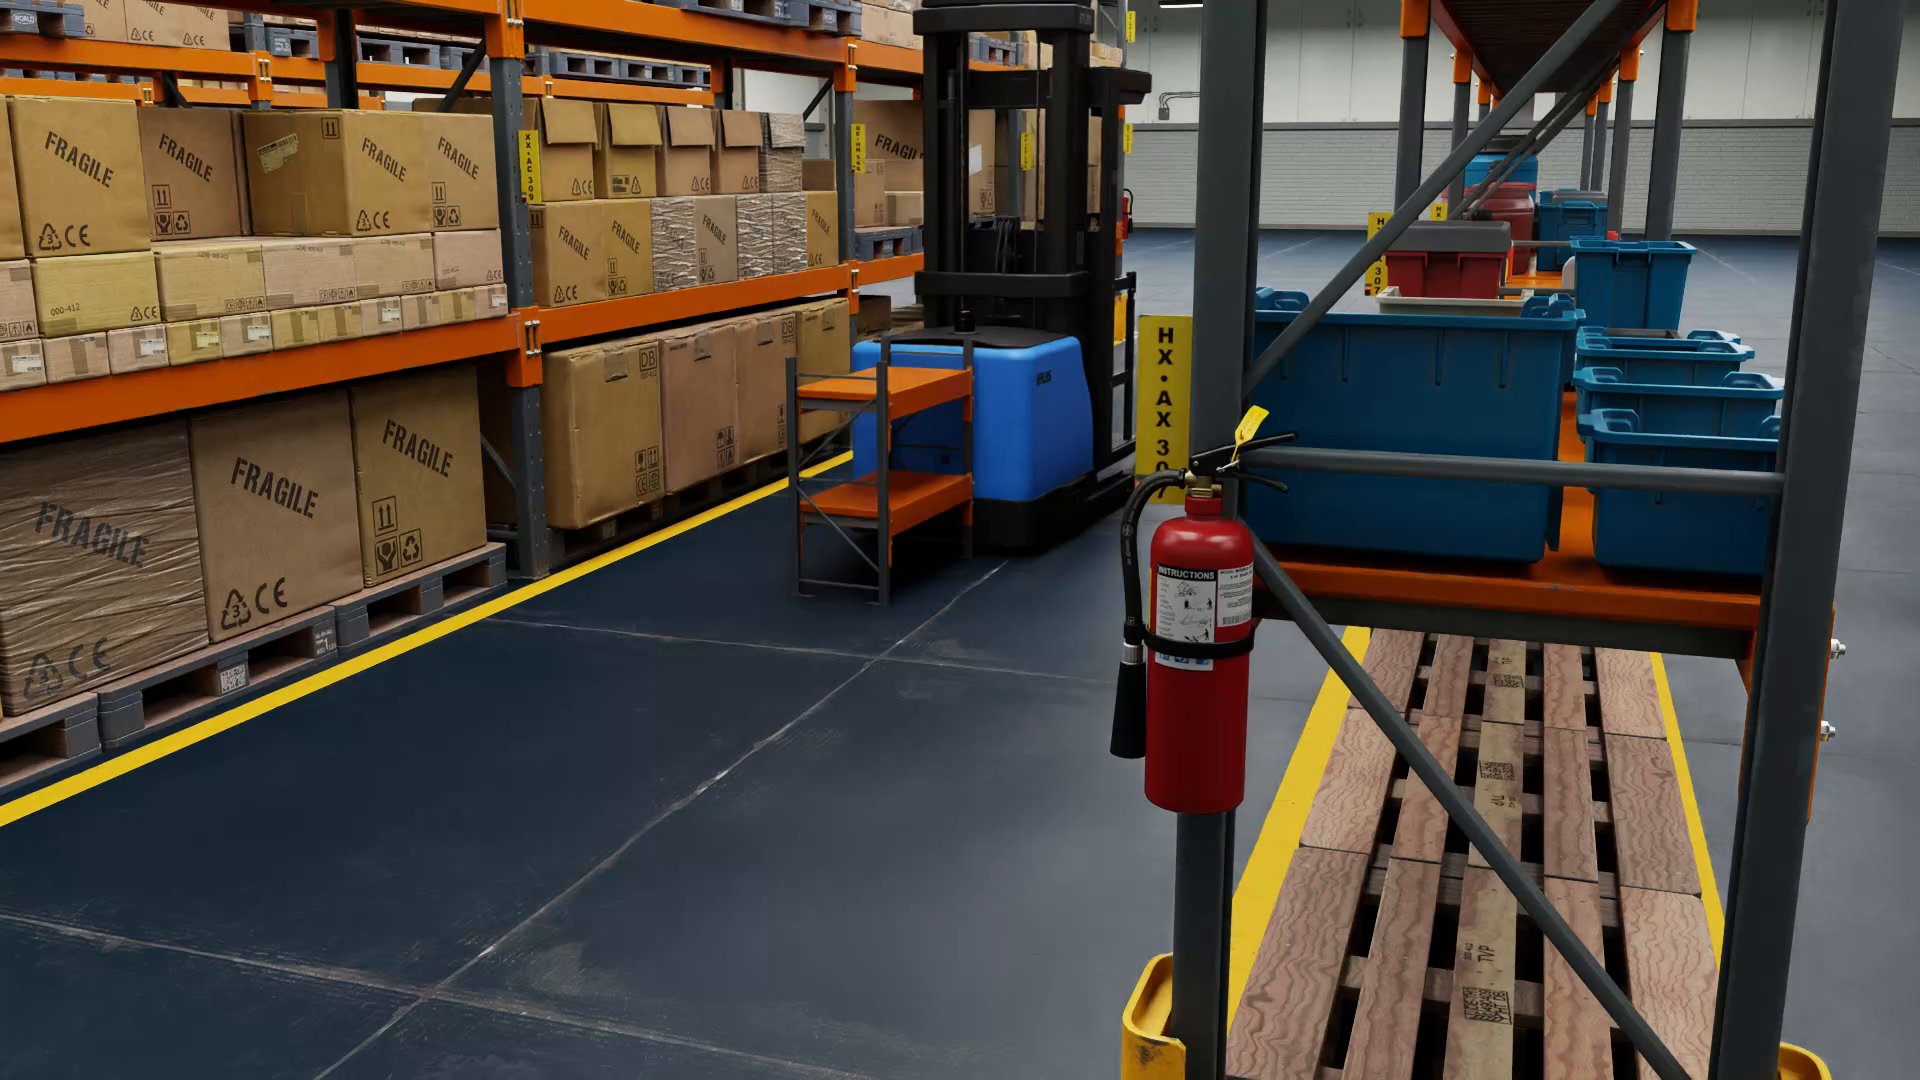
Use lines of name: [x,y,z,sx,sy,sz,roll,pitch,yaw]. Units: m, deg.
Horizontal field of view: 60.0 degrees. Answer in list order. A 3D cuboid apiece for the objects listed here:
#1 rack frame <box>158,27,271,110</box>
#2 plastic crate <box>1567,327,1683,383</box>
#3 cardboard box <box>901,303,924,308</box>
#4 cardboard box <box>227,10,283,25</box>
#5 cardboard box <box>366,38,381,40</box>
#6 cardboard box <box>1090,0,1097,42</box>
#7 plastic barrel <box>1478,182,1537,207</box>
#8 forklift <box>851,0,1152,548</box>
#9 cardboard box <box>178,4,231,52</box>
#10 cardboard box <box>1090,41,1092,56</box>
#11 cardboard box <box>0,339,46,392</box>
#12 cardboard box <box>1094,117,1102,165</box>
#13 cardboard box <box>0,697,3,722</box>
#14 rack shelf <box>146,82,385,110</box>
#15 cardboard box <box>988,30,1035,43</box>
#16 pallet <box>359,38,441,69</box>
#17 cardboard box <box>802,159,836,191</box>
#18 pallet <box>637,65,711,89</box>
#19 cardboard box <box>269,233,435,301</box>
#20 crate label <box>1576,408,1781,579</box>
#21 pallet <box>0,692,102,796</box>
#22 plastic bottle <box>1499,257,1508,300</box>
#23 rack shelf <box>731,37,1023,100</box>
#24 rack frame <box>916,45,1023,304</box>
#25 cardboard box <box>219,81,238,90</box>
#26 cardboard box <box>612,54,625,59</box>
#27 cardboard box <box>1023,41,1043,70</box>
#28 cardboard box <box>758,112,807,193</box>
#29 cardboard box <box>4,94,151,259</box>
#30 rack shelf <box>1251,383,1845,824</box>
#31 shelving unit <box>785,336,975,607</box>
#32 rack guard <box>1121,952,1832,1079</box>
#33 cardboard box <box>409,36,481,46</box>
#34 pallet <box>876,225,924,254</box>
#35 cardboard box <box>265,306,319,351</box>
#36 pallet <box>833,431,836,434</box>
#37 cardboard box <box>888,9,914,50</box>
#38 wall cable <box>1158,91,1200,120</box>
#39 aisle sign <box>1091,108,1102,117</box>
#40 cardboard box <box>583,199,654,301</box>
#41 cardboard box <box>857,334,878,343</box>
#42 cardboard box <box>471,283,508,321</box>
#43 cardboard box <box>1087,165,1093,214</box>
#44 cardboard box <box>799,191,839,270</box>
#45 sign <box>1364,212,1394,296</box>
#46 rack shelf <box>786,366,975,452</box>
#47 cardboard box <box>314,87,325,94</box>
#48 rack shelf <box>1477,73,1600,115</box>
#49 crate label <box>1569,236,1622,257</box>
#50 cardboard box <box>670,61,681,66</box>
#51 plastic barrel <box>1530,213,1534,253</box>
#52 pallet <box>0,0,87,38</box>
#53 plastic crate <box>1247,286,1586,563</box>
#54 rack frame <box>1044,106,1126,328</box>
rack frame: [-5.880,-2.526,13.313,1.000,3.000,0.127,4,14,18]
plastic crate: [2.064,-0.589,5.310,0.437,0.125,0.590,4,14,18]
cardboard box: [-0.145,-1.858,15.015,0.700,0.500,0.500,3,13,14]
cardboard box: [-5.621,-4.178,13.207,0.380,0.149,0.250,4,13,16]
cardboard box: [-5.392,-4.640,14.967,0.396,0.266,0.258,4,14,18]
cardboard box: [1.106,-5.387,17.092,0.500,0.500,0.500,4,14,18]
plastic barrel: [4.244,-2.514,12.954,0.433,0.535,0.433,0,13,0]
forklift: [0.452,-1.670,9.718,1.130,2.935,3.031,5,14,22]
cardboard box: [-5.825,-3.898,12.361,0.500,0.500,0.500,4,14,18]
cardboard box: [1.146,-5.061,17.121,0.380,0.149,0.250,4,13,16]
cardboard box: [-3.134,-0.555,5.241,0.380,0.149,0.250,4,13,18]
cardboard box: [1.268,-4.274,17.831,0.500,0.500,0.500,4,14,18]
cardboard box: [-3.677,0.228,5.081,0.875,0.875,0.875,4,14,18]
rack shelf: [-8.656,-5.236,20.062,1.077,0.370,4.000,4,14,18]
cardboard box: [0.471,-4.619,15.186,0.380,0.149,0.250,4,13,17]
pallet: [-5.363,-4.271,14.643,1.003,0.211,1.213,5,14,21]
cardboard box: [-1.083,-2.517,12.108,0.500,0.500,0.500,3,13,11]
pallet: [-3.522,-5.472,19.681,1.003,0.211,1.213,4,14,18]
cardboard box: [-2.574,-1.156,6.981,0.500,0.250,0.500,5,14,20]
crate label: [1.270,-0.082,2.849,0.416,0.233,0.303,4,14,18]
pallet: [-3.624,0.723,5.348,1.003,0.211,1.213,4,14,18]
plastic bottle: [2.704,-1.391,8.452,0.144,0.351,0.185,4,14,18]
rack shelf: [-0.573,-3.680,13.246,1.077,0.370,4.000,4,14,18]
rack frame: [0.074,-2.990,15.345,1.000,3.000,0.127,4,14,18]
cardboard box: [-8.641,-5.308,19.324,0.380,0.149,0.250,4,13,17]
cardboard box: [-3.819,-5.228,17.807,0.380,0.149,0.250,4,13,17]
cardboard box: [0.462,-4.455,15.362,0.500,0.250,0.500,4,13,16]
cardboard box: [-1.472,-2.532,10.863,0.797,0.503,0.637,5,14,20]
cardboard box: [-3.074,-1.197,5.474,0.500,0.500,0.500,4,13,17]
rack shelf: [1.525,-0.177,4.638,1.077,0.370,4.000,4,14,18]
shelving unit: [-0.364,-0.370,8.081,0.538,1.125,1.048,5,14,22]
rack guard: [0.883,1.118,2.965,1.175,0.500,0.348,4,14,18]
cardboard box: [-4.778,-4.735,15.420,0.500,0.250,0.500,4,14,18]
pallet: [-0.618,-2.474,13.516,1.003,0.211,1.213,4,14,18]
cardboard box: [-2.718,-0.824,6.423,0.380,0.149,0.250,4,13,17]
pallet: [-0.966,-0.952,12.686,1.003,0.211,1.213,4,14,18]
cardboard box: [-0.660,-3.725,12.165,0.500,0.250,0.500,5,14,20]
wall cable: [7.104,-15.558,49.285,2.305,6.003,0.169,4,14,18]
aisle sign: [1.672,-5.091,18.708,0.394,0.787,0.004,4,14,18]
cardboard box: [-1.967,-1.539,8.764,0.500,0.500,0.500,4,14,18]
cardboard box: [-1.022,-1.286,12.509,0.700,0.500,0.500,4,13,15]
cardboard box: [-2.303,-1.095,7.609,0.380,0.149,0.250,4,14,19]
cardboard box: [0.914,-3.696,17.545,0.875,0.500,0.500,4,14,18]
cardboard box: [-1.145,-2.074,11.111,0.500,0.500,0.500,5,14,20]
sign: [1.653,-1.124,6.547,0.100,0.325,0.005,4,14,18]
rack shelf: [-0.364,-0.655,8.016,0.538,0.278,1.000,5,14,22]
cardboard box: [-8.172,-5.633,20.751,0.380,0.149,0.250,4,14,19]
rack shelf: [5.408,-4.166,15.374,1.077,0.370,4.000,4,14,18]
crate label: [3.958,-1.771,10.382,0.303,0.233,0.416,4,14,18]
cardboard box: [-3.408,-5.495,18.976,0.380,0.149,0.250,4,13,18]
plastic barrel: [3.597,-2.077,11.097,0.421,0.512,0.421,0,13,0]
pallet: [-6.541,-3.395,10.804,1.213,0.211,1.003,4,14,18]
plastic crate: [0.810,-0.237,3.070,0.616,0.435,0.499,4,14,18]
rack frame: [1.369,-3.832,19.035,1.000,3.000,0.127,4,14,18]
